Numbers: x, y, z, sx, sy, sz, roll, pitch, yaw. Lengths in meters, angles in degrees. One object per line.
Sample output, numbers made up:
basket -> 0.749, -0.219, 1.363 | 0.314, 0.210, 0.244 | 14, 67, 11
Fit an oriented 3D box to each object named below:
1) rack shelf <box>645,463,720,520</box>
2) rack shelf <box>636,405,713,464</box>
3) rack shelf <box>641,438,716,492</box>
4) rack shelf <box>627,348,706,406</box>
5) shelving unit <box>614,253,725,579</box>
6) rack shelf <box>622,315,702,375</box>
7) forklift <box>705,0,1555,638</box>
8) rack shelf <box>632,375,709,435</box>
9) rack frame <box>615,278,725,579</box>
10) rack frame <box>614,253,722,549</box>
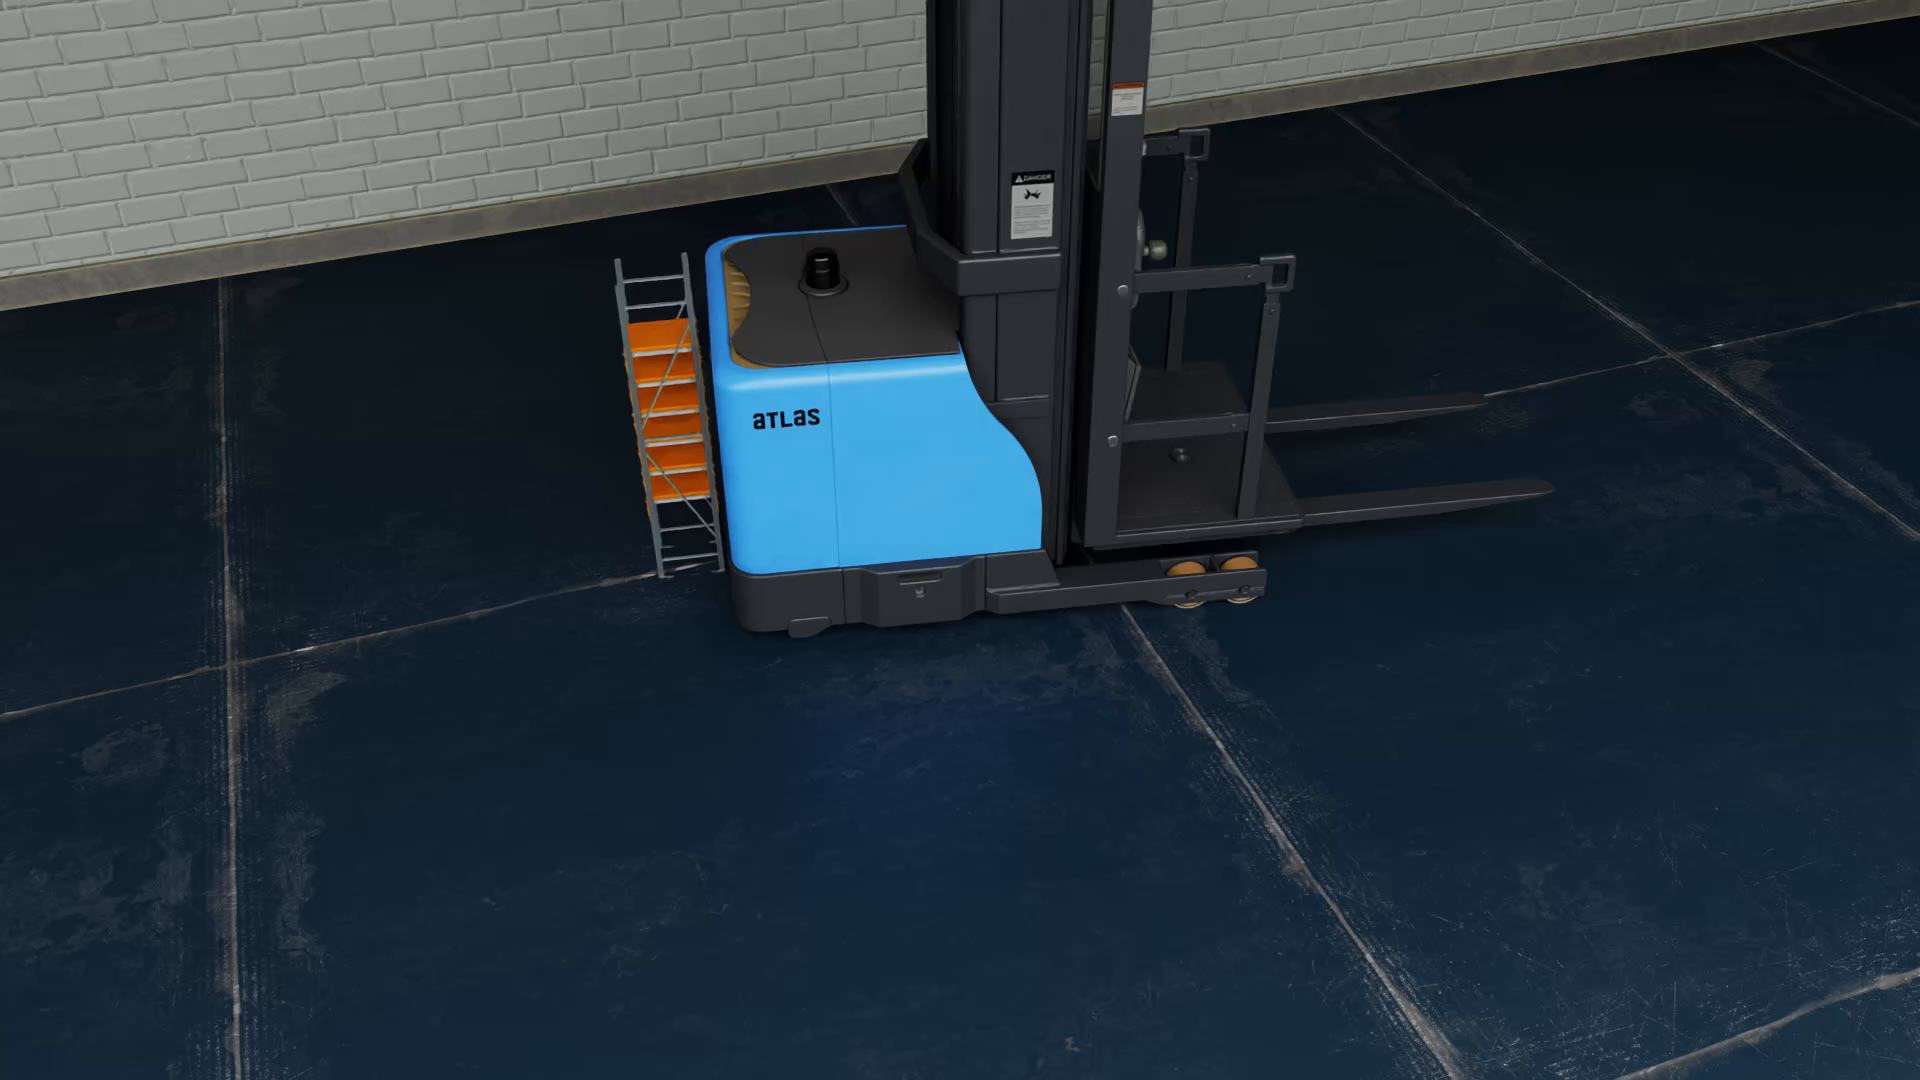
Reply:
rack shelf -> -0.998, -0.179, 5.961 | 0.258, 0.103, 0.180 | -7, 37, -8
rack shelf -> -1.000, -0.370, 5.816 | 0.258, 0.103, 0.180 | -7, 37, -8
rack shelf -> -0.999, -0.275, 5.888 | 0.258, 0.103, 0.180 | -7, 37, -8
rack shelf -> -1.003, -0.562, 5.671 | 0.258, 0.103, 0.180 | -7, 37, -8
shelving unit -> -1.001, -0.406, 5.789 | 0.258, 1.200, 0.189 | -7, 37, -8
rack shelf -> -1.004, -0.658, 5.599 | 0.258, 0.103, 0.180 | -7, 37, -8
forklift -> 0.648, -1.237, 5.456 | 3.031, 2.935, 1.130 | -5, 37, -7
rack shelf -> -1.002, -0.466, 5.744 | 0.258, 0.103, 0.180 | -7, 37, -8
rack frame -> -0.985, -0.352, 5.717 | 0.240, 1.200, 0.006 | -7, 37, -8
rack frame -> -1.017, -0.460, 5.861 | 0.240, 1.200, 0.006 | -7, 37, -8
